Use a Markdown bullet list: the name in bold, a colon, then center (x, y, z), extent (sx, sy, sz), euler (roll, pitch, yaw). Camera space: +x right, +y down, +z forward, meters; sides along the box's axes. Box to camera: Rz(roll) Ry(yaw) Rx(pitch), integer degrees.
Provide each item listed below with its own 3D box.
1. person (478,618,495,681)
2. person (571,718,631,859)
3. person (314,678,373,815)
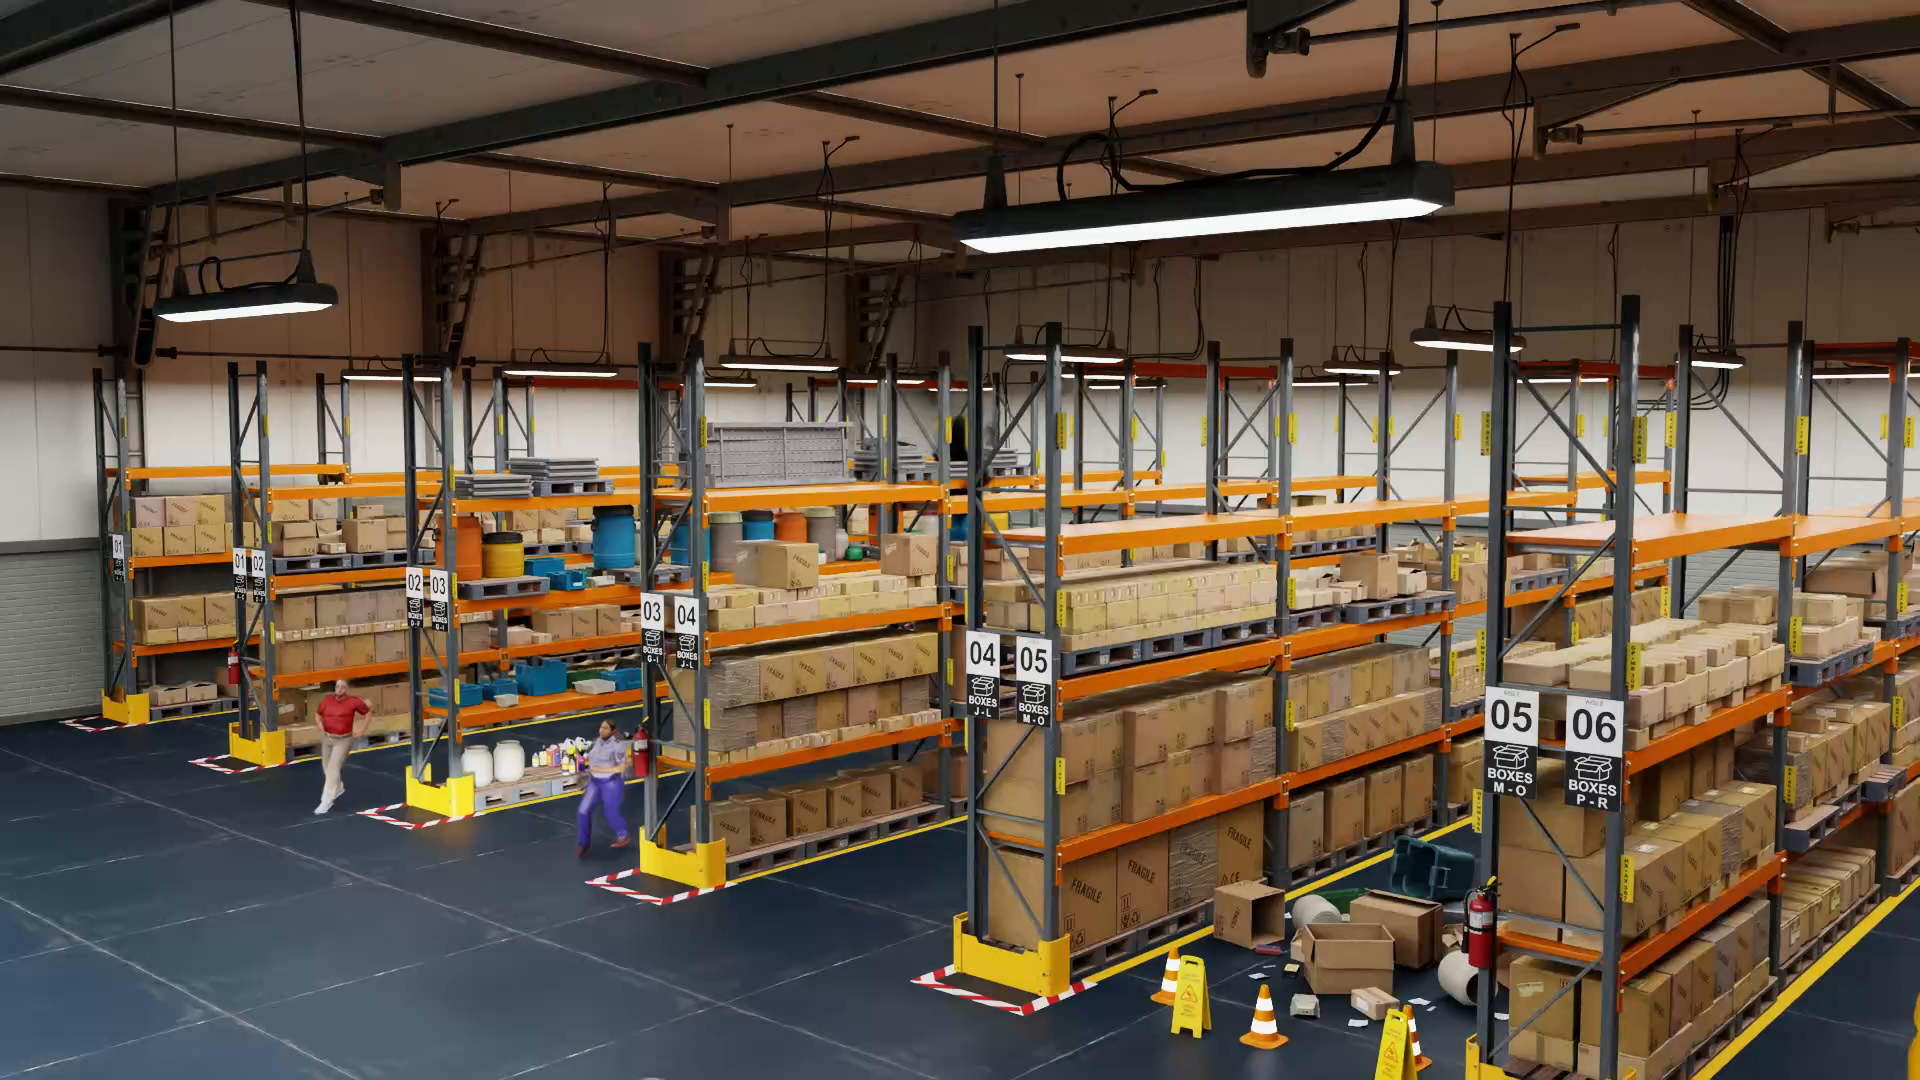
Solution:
- **person**: center (-8.567, 2.135, 30.005), extent (0.573, 1.645, 0.562), euler (3, 5, 37)
- **person**: center (-4.144, 2.935, 19.637), extent (0.600, 1.663, 0.776), euler (3, 5, 32)
- **person**: center (-8.208, 2.696, 21.984), extent (0.725, 1.752, 0.778), euler (1, 4, 10)
